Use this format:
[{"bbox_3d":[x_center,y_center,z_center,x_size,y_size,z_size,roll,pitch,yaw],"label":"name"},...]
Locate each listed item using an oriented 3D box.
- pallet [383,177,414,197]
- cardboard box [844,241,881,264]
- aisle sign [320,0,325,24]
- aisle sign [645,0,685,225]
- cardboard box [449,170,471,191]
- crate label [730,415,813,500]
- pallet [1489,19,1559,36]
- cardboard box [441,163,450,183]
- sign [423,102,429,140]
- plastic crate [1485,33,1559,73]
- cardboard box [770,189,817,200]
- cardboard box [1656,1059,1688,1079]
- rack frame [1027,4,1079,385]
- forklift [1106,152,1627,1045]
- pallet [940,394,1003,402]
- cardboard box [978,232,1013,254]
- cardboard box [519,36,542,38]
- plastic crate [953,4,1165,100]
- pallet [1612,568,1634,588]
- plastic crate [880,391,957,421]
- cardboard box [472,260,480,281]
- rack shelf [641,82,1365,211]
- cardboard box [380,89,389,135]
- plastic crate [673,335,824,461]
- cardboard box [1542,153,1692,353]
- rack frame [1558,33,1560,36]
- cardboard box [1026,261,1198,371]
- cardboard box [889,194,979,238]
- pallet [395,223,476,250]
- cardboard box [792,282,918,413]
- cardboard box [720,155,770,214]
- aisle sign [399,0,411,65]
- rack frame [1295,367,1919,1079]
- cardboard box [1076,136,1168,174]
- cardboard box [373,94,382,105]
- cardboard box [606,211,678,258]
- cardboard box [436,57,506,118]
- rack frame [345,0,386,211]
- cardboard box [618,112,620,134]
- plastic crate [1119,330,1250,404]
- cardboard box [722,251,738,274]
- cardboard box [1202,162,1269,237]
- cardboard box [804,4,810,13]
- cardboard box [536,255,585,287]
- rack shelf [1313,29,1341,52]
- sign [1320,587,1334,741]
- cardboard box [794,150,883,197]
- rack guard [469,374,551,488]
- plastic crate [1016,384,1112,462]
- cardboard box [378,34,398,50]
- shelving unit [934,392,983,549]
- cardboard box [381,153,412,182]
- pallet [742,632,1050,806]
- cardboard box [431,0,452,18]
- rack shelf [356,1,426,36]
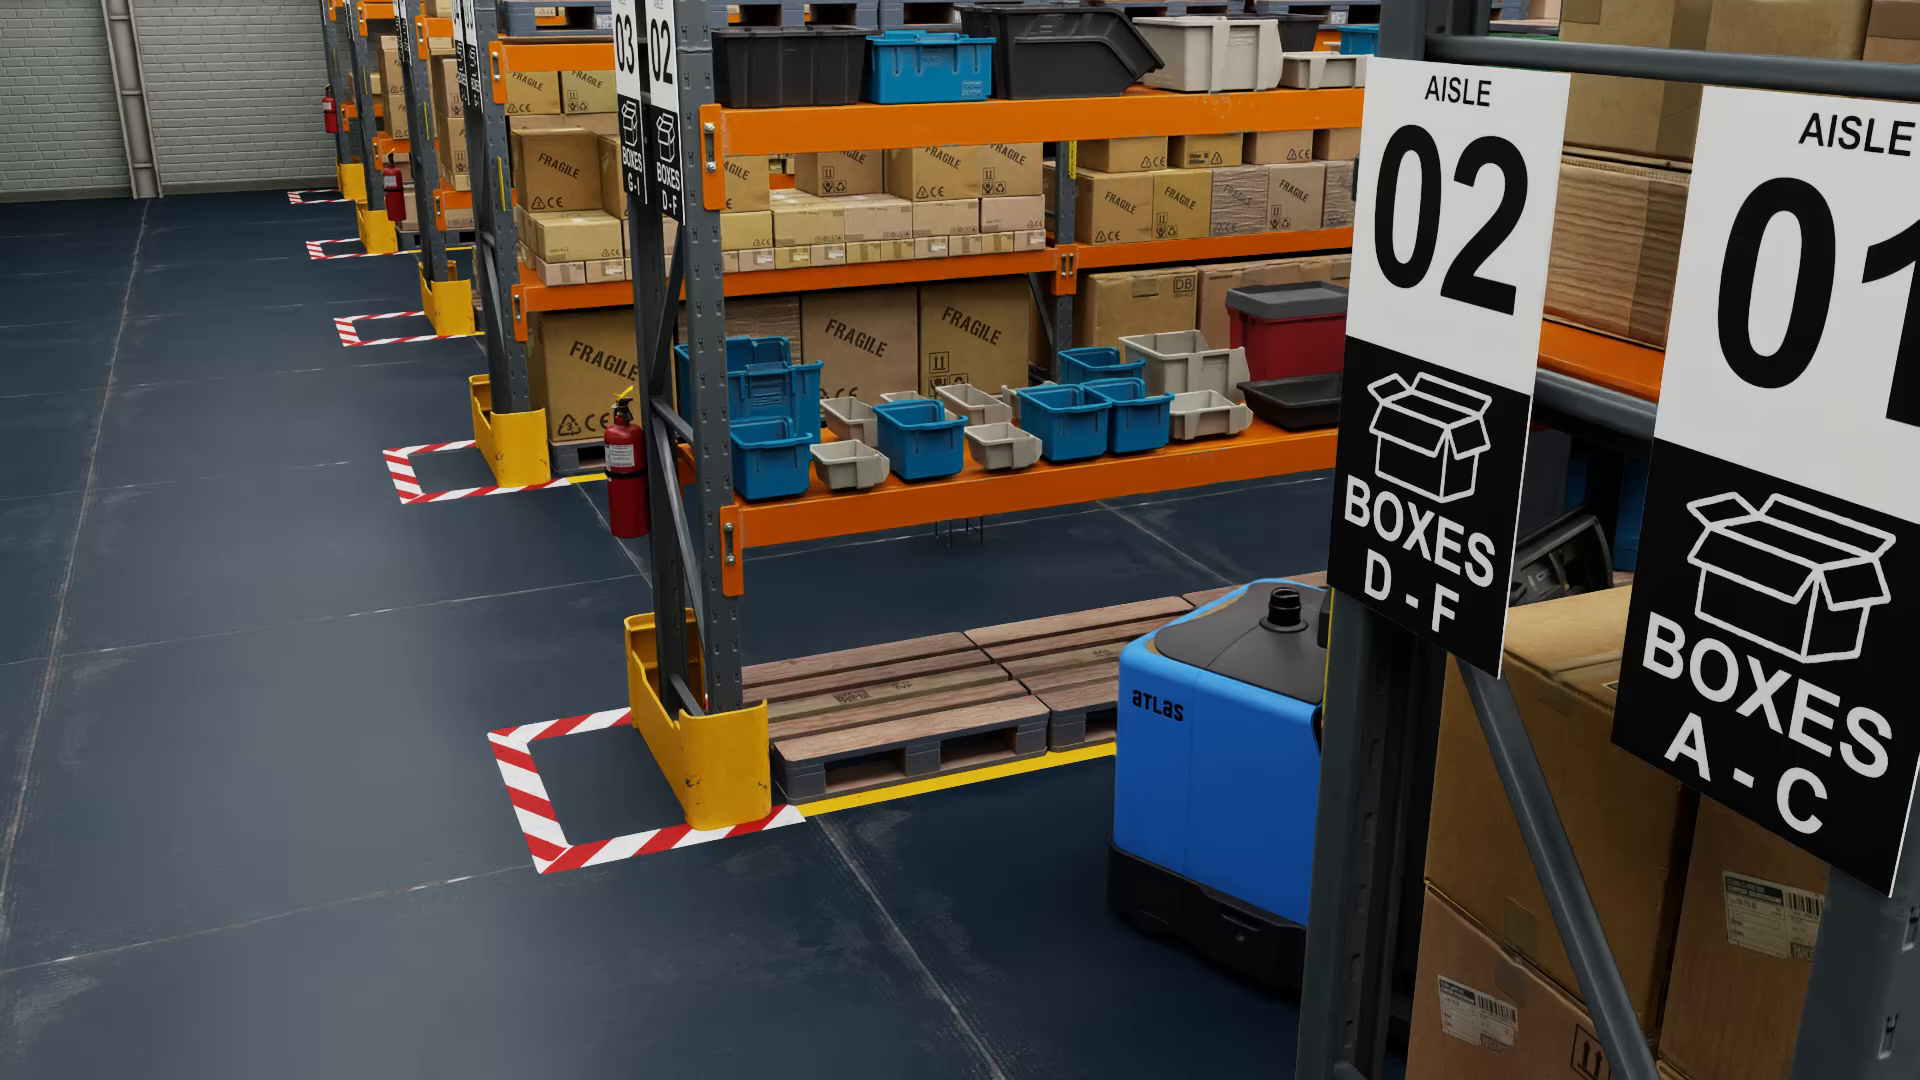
[{"bbox_3d":[-8.181,-5.289,24.727,1.213,0.211,1.003,-8,21,-22],"label":"pallet"},{"bbox_3d":[-0.745,-2.053,11.715,0.250,0.149,0.380,-9,21,-23],"label":"cardboard box"},{"bbox_3d":[-8.929,-7.617,23.226,0.004,0.787,0.394,-8,21,-22],"label":"aisle sign"},{"bbox_3d":[-1.074,-1.570,6.051,0.004,0.787,0.394,-8,21,-22],"label":"aisle sign"},{"bbox_3d":[-4.532,-3.305,15.269,0.250,0.149,0.380,-8,21,-22],"label":"cardboard box"},{"bbox_3d":[-0.769,-0.326,6.592,0.303,0.233,0.416,-8,21,-22],"label":"crate label"},{"bbox_3d":[3.228,-2.429,8.172,1.003,0.211,1.213,-8,21,-22],"label":"pallet"},{"bbox_3d":[-4.772,-3.491,15.798,0.250,0.149,0.380,-8,21,-22],"label":"cardboard box"},{"bbox_3d":[-4.744,-3.723,14.776,0.005,0.325,0.100,-8,21,-22],"label":"sign"},{"bbox_3d":[2.278,-2.137,7.378,0.662,0.188,0.450,-8,21,-22],"label":"plastic crate"},{"bbox_3d":[-1.338,-2.372,12.021,0.500,0.250,0.500,-8,21,-22],"label":"cardboard box"},{"bbox_3d":[1.345,1.042,2.396,0.500,0.500,0.500,-8,21,-21],"label":"cardboard box"},{"bbox_3d":[0.585,-2.481,12.551,0.127,3.000,1.000,-8,21,-22],"label":"rack frame"},{"bbox_3d":[1.974,0.203,5.033,3.031,2.935,1.130,16,25,39],"label":"forklift"},{"bbox_3d":[-0.144,-1.089,12.798,1.213,0.211,1.003,-8,21,-22],"label":"pallet"},{"bbox_3d":[0.198,-2.188,12.099,0.250,0.149,0.380,-8,21,-21],"label":"cardboard box"},{"bbox_3d":[-5.137,-5.955,19.785,0.250,0.149,0.380,-9,21,-23],"label":"cardboard box"},{"bbox_3d":[0.386,-1.947,6.612,0.767,0.338,0.504,-8,21,-22],"label":"plastic crate"},{"bbox_3d":[3.272,0.256,8.977,1.213,0.211,1.003,-8,21,-22],"label":"pallet"},{"bbox_3d":[-0.177,-0.544,7.358,0.243,0.136,0.396,-8,21,-22],"label":"plastic crate"},{"bbox_3d":[-4.588,-2.631,16.189,0.250,0.149,0.380,-9,21,-23],"label":"cardboard box"},{"bbox_3d":[0.711,-1.783,7.135,4.000,0.370,1.077,-8,21,-22],"label":"rack shelf"},{"bbox_3d":[-6.675,-5.168,20.032,0.500,0.500,0.500,-8,21,-22],"label":"cardboard box"},{"bbox_3d":[-0.892,-0.590,7.038,0.499,0.435,0.616,-8,21,-22],"label":"plastic crate"},{"bbox_3d":[1.200,-0.425,2.422,0.500,0.250,0.500,-8,21,-22],"label":"cardboard box"},{"bbox_3d":[2.547,-0.970,8.261,0.127,3.000,1.000,-8,21,-22],"label":"rack frame"},{"bbox_3d":[1.165,-1.767,13.091,0.875,0.875,1.225,-8,21,-22],"label":"cardboard box"},{"bbox_3d":[-0.191,-2.343,11.939,0.500,0.250,0.500,-7,21,-20],"label":"cardboard box"},{"bbox_3d":[-6.310,-3.790,20.469,1.213,0.211,1.003,-8,21,-22],"label":"pallet"},{"bbox_3d":[-0.879,-1.496,12.321,0.875,0.875,0.875,-8,21,-22],"label":"cardboard box"},{"bbox_3d":[-1.608,-2.494,11.239,0.500,0.500,0.500,-9,21,-23],"label":"cardboard box"},{"bbox_3d":[-4.908,-4.606,14.671,0.004,0.787,0.394,-8,21,-22],"label":"aisle sign"},{"bbox_3d":[0.833,1.067,2.475,0.127,3.000,1.000,-8,21,-22],"label":"rack frame"},{"bbox_3d":[1.168,-3.088,12.614,0.637,0.503,0.797,-9,21,-23],"label":"cardboard box"},{"bbox_3d":[-8.357,-6.378,23.999,0.250,0.149,0.380,-8,21,-21],"label":"cardboard box"},{"bbox_3d":[-2.065,-2.075,11.178,0.500,0.250,0.500,-8,21,-23],"label":"cardboard box"},{"bbox_3d":[-4.442,-4.118,15.096,0.500,0.500,0.500,-8,21,-22],"label":"cardboard box"},{"bbox_3d":[-7.013,-4.977,19.640,0.127,3.000,1.000,-8,21,-22],"label":"rack frame"},{"bbox_3d":[-3.036,-3.850,15.842,0.500,0.500,0.500,-9,21,-23],"label":"cardboard box"},{"bbox_3d":[1.072,-0.798,7.860,0.530,0.282,0.437,-8,21,-22],"label":"plastic crate"},{"bbox_3d":[-1.688,-1.918,11.331,0.250,0.149,0.380,-9,21,-23],"label":"cardboard box"},{"bbox_3d":[2.027,-2.644,12.865,0.500,0.500,0.500,-9,21,-23],"label":"cardboard box"},{"bbox_3d":[-1.630,-5.204,15.994,0.500,0.250,0.500,-8,21,-21],"label":"cardboard box"},{"bbox_3d":[-2.631,-1.782,10.945,0.250,0.149,0.380,-8,21,-21],"label":"cardboard box"},{"bbox_3d":[2.422,-3.819,12.920,4.000,0.370,1.077,-8,21,-22],"label":"rack shelf"},{"bbox_3d":[0.631,0.200,2.719,0.005,0.325,0.100,-8,21,-22],"label":"sign"},{"bbox_3d":[-0.887,-2.787,12.069,0.500,0.500,0.500,-9,21,-24],"label":"cardboard box"},{"bbox_3d":[-3.110,-0.772,11.463,0.348,0.500,1.175,-8,21,-22],"label":"rack guard"},{"bbox_3d":[0.440,-0.499,7.084,0.300,0.233,0.416,-8,21,-22],"label":"plastic crate"},{"bbox_3d":[-6.577,-5.764,19.242,0.250,0.149,0.380,-8,21,-21],"label":"cardboard box"},{"bbox_3d":[-0.007,-0.423,9.870,0.210,0.900,0.258,-8,21,-22],"label":"shelving unit"},{"bbox_3d":[-8.383,-5.562,24.428,0.637,0.503,0.797,-9,21,-24],"label":"cardboard box"},{"bbox_3d":[-0.353,0.774,7.505,1.213,0.211,1.003,-8,21,-22],"label":"pallet"},{"bbox_3d":[-4.446,-4.806,14.863,0.500,0.250,0.500,-7,21,-20],"label":"cardboard box"},{"bbox_3d":[-5.177,-6.315,20.008,4.000,0.370,1.077,-8,21,-22],"label":"rack shelf"}]
